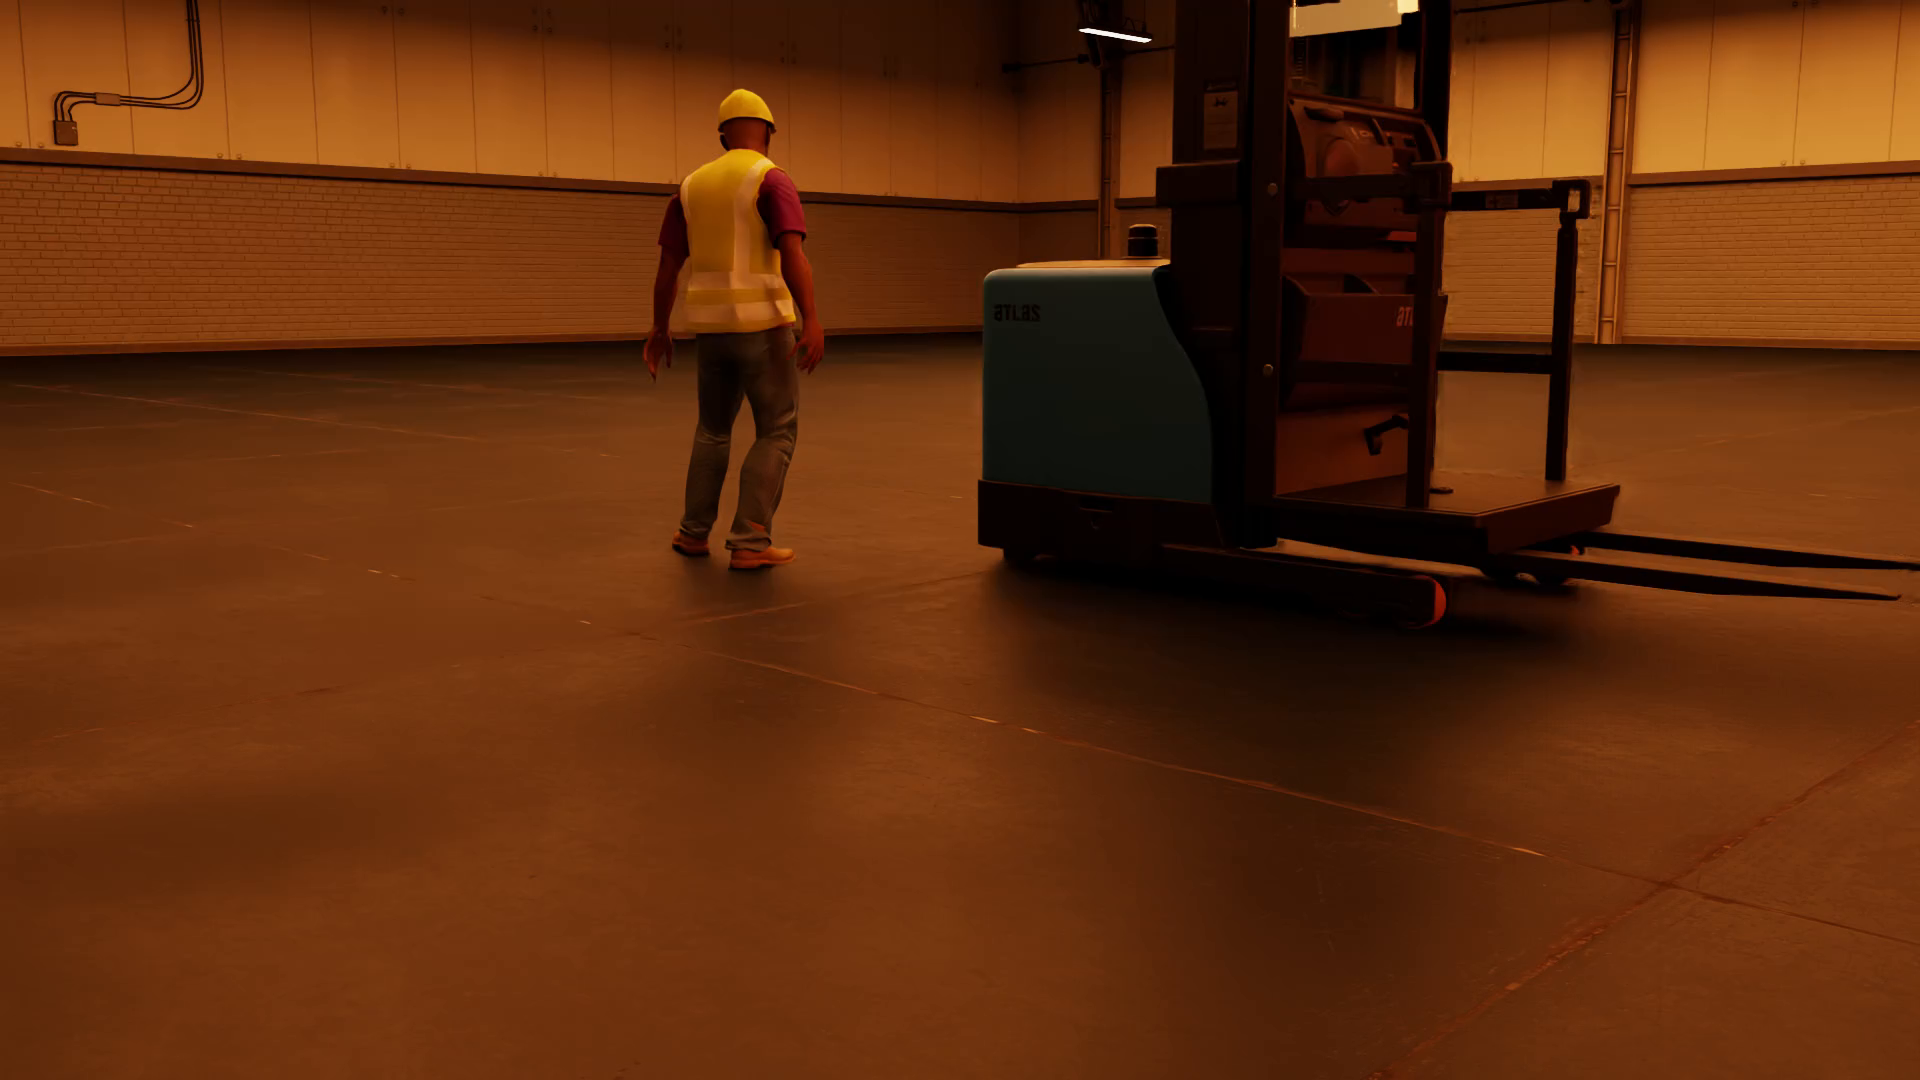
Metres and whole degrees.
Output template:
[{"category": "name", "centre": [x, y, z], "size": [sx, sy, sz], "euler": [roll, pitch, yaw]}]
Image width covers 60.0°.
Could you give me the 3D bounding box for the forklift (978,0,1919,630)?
[{"category": "forklift", "centre": [1.494, -1.270, 5.306], "size": [3.031, 2.935, 1.130], "euler": [8, 12, 42]}]

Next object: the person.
[{"category": "person", "centre": [-0.796, -0.780, 6.133], "size": [0.889, 1.733, 0.468], "euler": [6, 10, 34]}]
